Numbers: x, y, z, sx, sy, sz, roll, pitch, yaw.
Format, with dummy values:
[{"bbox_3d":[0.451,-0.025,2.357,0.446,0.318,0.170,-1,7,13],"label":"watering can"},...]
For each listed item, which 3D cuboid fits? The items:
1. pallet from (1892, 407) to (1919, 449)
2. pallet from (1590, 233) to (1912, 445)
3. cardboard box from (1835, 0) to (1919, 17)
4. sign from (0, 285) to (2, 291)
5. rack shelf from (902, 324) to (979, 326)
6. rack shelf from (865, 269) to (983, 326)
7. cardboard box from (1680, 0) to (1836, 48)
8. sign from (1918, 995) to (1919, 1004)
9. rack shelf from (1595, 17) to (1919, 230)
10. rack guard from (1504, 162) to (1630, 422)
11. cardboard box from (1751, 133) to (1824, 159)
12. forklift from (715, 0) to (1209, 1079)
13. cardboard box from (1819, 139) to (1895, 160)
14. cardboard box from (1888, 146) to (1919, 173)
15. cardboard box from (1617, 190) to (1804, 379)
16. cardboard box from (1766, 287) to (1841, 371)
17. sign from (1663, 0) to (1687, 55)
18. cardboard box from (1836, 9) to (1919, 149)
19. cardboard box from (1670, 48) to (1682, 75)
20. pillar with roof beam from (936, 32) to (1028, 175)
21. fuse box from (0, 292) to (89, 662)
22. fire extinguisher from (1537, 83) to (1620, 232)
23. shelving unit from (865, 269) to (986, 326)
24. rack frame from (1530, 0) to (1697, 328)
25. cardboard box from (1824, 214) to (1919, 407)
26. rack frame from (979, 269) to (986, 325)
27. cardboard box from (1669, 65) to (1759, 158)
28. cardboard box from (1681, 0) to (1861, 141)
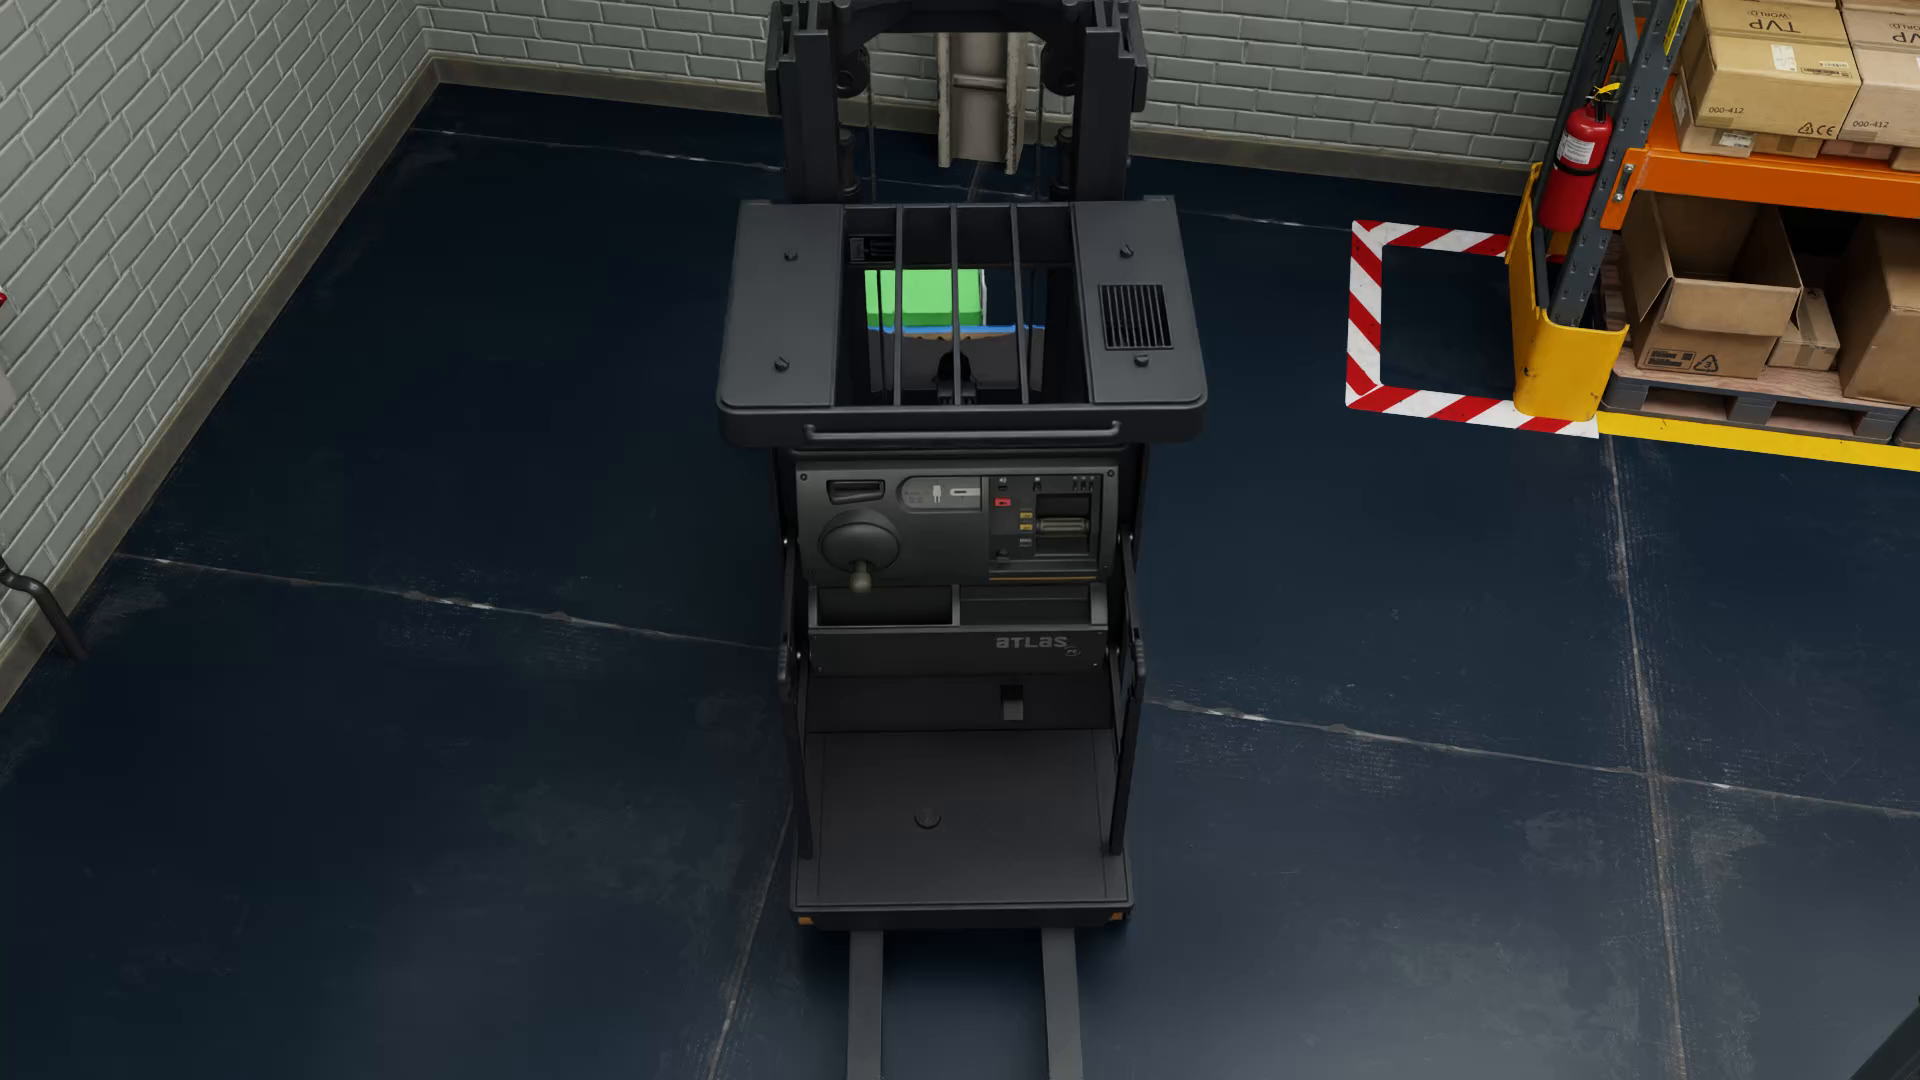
[{"bbox_3d":[4.659,-0.755,7.259,1.213,0.211,1.003,8,49,7],"label":"pallet"},{"bbox_3d":[3.462,-0.918,7.405,1.213,0.211,1.003,8,49,7],"label":"pallet"},{"bbox_3d":[3.610,-2.079,6.474,0.500,0.250,0.500,8,49,7],"label":"cardboard box"},{"bbox_3d":[-3.428,-0.936,5.610,0.001,0.494,0.329,8,49,7],"label":"sign"},{"bbox_3d":[-0.160,-0.712,6.318,0.480,0.148,0.258,-1,48,-1],"label":"rack shelf"},{"bbox_3d":[-0.160,-0.872,6.139,0.480,0.148,0.258,-1,48,-1],"label":"rack shelf"},{"bbox_3d":[3.103,-2.148,6.536,0.500,0.250,0.500,9,49,8],"label":"cardboard box"},{"bbox_3d":[1.834,0.807,3.042,0.005,0.325,0.100,8,49,7],"label":"sign"},{"bbox_3d":[4.571,-1.460,6.501,4.000,0.370,1.077,8,49,7],"label":"rack shelf"},{"bbox_3d":[2.678,-1.119,7.392,0.348,0.500,1.175,8,49,7],"label":"rack guard"},{"bbox_3d":[3.136,-1.637,6.345,0.250,0.149,0.380,9,49,8],"label":"cardboard box"},{"bbox_3d":[-0.001,0.060,4.698,1.130,2.935,3.031,-1,48,-1],"label":"forklift"},{"bbox_3d":[3.401,-1.628,6.337,0.250,0.149,0.380,7,48,6],"label":"cardboard box"},{"bbox_3d":[3.639,-1.549,6.266,0.250,0.149,0.380,9,49,8],"label":"cardboard box"},{"bbox_3d":[3.188,-1.121,7.108,0.637,0.503,0.797,6,48,5],"label":"cardboard box"},{"bbox_3d":[3.599,-0.917,7.164,0.250,0.149,0.380,6,48,5],"label":"cardboard box"},{"bbox_3d":[2.507,-1.857,5.792,0.005,0.325,0.100,8,49,7],"label":"sign"},{"bbox_3d":[3.498,-1.690,6.125,0.500,0.250,0.500,8,49,7],"label":"cardboard box"},{"bbox_3d":[2.977,-2.034,6.702,0.250,0.149,0.380,7,48,6],"label":"cardboard box"},{"bbox_3d":[-0.656,-1.835,2.321,0.400,9.000,9.100,8,49,7],"label":"pillar with roof beam"},{"bbox_3d":[-3.312,-0.148,5.704,0.414,1.711,0.539,8,49,7],"label":"fuse box"},{"bbox_3d":[2.376,-1.496,6.352,0.183,0.674,0.296,8,49,7],"label":"fire extinguisher"},{"bbox_3d":[-0.160,-0.594,6.449,0.503,1.200,0.258,-1,48,-1],"label":"shelving unit"},{"bbox_3d":[2.603,-1.965,6.471,0.127,3.000,1.000,8,49,7],"label":"rack frame"},{"bbox_3d":[4.022,-0.978,6.982,0.500,0.500,0.700,9,49,8],"label":"cardboard box"},{"bbox_3d":[0.084,-0.598,6.453,0.015,1.200,0.240,-1,48,-1],"label":"rack frame"},{"bbox_3d":[2.878,-1.637,6.345,0.250,0.149,0.380,7,48,7],"label":"cardboard box"},{"bbox_3d":[3.002,-1.757,6.185,0.500,0.250,0.500,8,49,7],"label":"cardboard box"}]
